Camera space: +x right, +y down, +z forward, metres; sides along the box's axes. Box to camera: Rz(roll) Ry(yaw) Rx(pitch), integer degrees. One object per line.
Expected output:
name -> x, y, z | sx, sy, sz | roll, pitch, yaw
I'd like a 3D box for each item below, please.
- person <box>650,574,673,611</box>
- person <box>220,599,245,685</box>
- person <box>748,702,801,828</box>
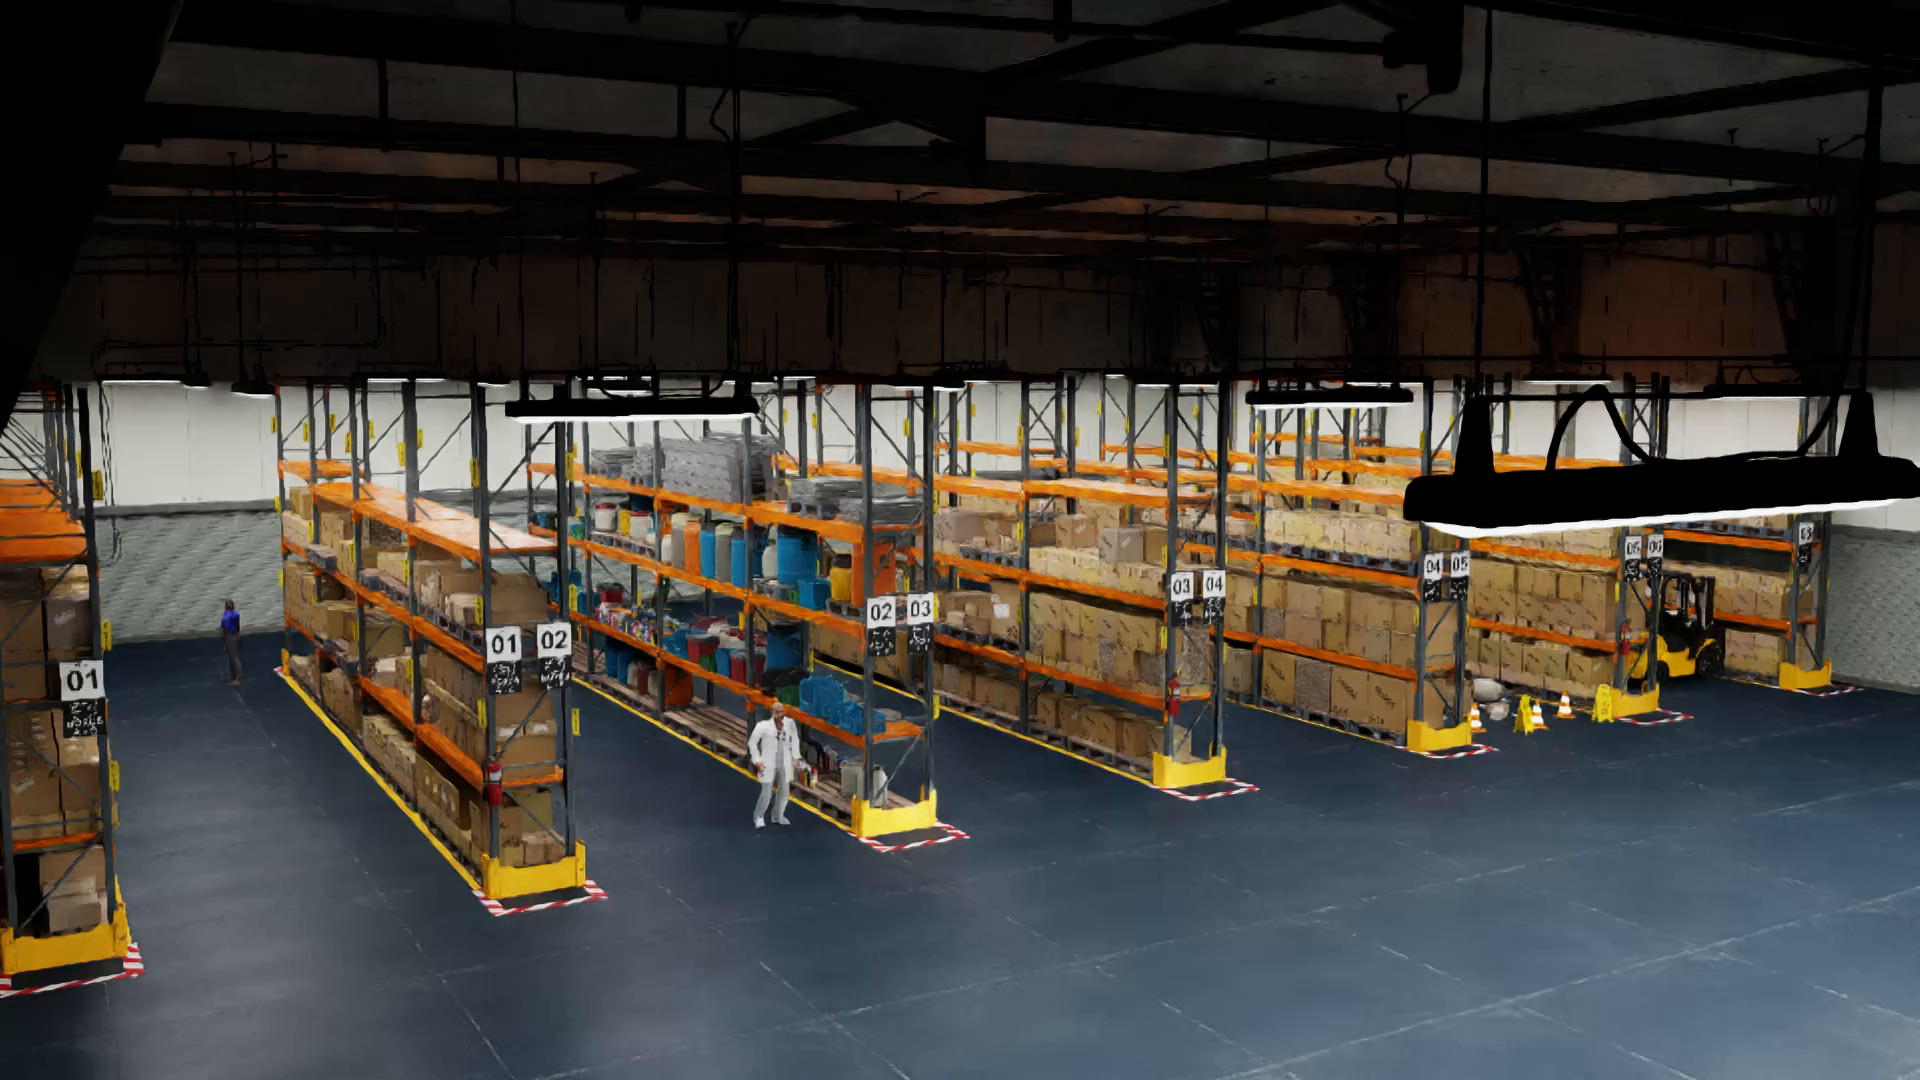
person -> -7.479, 0.918, 41.426 | 0.487, 1.788, 0.711 | 2, 6, 15
person -> -14.176, 1.963, 32.311 | 0.544, 1.652, 0.558 | 0, 6, -2
person -> -2.516, 3.019, 22.472 | 0.729, 1.732, 0.541 | -4, 7, -30
